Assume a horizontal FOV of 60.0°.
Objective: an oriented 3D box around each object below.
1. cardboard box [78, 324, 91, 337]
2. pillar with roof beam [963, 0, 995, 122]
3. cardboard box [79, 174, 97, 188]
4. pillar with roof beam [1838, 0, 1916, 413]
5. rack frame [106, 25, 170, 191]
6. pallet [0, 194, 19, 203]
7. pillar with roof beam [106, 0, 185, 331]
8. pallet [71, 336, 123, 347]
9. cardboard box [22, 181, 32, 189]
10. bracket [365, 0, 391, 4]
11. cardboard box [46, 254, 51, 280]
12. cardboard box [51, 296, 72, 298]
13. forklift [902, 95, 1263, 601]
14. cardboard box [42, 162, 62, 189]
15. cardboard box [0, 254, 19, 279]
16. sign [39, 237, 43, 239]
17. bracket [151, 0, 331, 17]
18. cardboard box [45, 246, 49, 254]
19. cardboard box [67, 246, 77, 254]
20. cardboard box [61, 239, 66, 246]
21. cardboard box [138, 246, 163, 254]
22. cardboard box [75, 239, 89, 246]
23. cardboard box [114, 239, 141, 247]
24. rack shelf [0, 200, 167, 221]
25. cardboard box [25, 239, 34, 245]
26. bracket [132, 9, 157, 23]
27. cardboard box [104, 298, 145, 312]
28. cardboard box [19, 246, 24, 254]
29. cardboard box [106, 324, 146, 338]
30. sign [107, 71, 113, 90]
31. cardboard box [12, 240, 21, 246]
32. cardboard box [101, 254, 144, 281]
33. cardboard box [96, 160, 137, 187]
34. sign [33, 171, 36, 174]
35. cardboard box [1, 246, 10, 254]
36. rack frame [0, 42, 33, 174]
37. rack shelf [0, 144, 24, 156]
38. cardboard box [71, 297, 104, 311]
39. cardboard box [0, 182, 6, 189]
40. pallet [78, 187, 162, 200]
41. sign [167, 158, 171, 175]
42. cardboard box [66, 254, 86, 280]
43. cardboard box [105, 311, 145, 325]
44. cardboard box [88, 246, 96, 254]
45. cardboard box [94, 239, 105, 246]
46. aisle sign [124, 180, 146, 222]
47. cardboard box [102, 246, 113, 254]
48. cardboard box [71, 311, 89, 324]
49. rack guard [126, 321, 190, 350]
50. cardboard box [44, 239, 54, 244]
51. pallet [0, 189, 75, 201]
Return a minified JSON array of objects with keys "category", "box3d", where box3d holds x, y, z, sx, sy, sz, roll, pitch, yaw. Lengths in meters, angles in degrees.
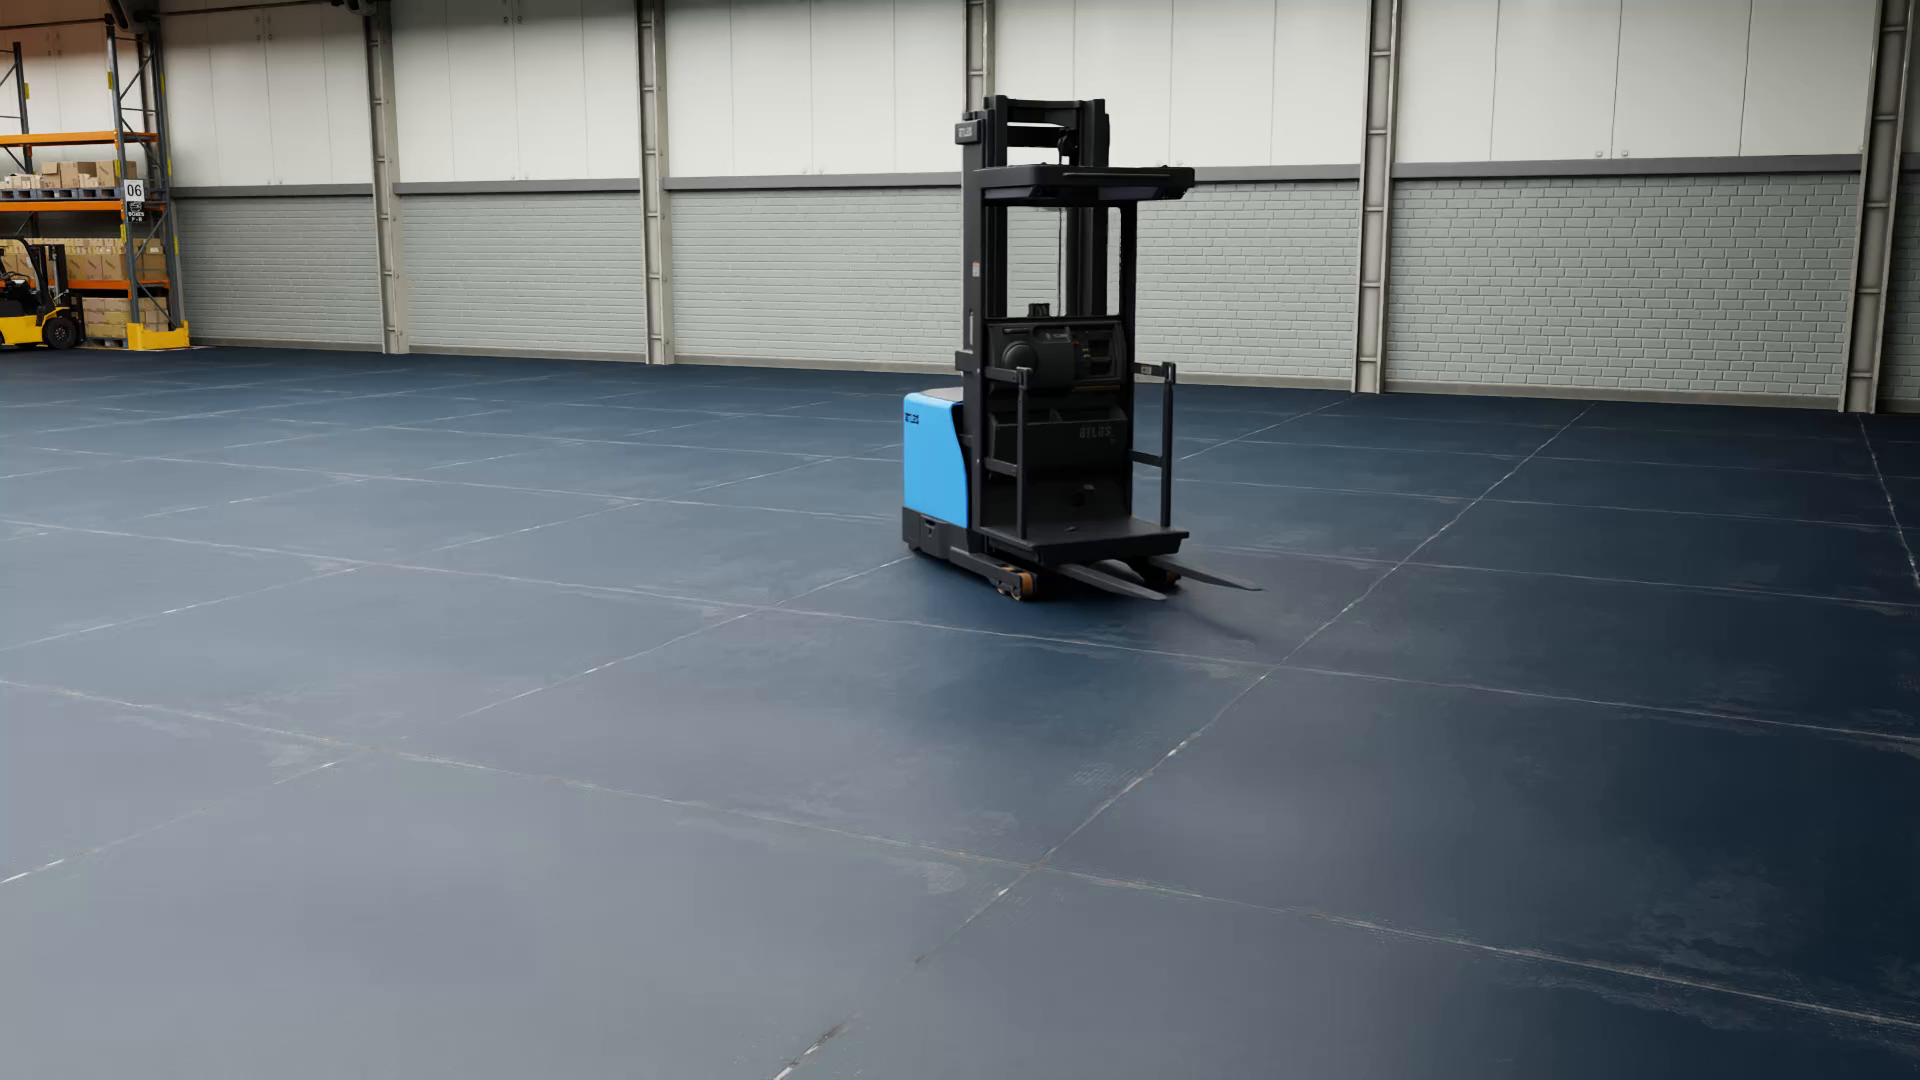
[{"category":"cardboard box","box3d":[-17.082,-4.147,32.765,0.500,0.250,0.500,5,11,26]},{"category":"pillar with roof beam","box3d":[-1.623,-6.270,21.109,0.400,9.000,9.100,5,11,26]},{"category":"cardboard box","box3d":[-16.739,-6.928,32.082,0.258,0.266,0.396,5,11,26]},{"category":"pillar with roof beam","box3d":[9.139,-5.325,15.884,0.400,9.000,9.100,5,11,26]},{"category":"rack frame","box3d":[-15.634,-8.178,31.646,0.127,3.000,1.000,5,11,26]},{"category":"pallet","box3d":[-20.018,-6.990,34.045,1.217,0.209,0.805,5,11,24]},{"category":"pillar with roof beam","box3d":[-17.765,-7.689,28.946,0.548,9.000,9.100,5,11,26]},{"category":"pallet","box3d":[-17.429,-4.003,33.257,1.213,0.211,1.003,5,11,26]},{"category":"cardboard box","box3d":[-18.264,-7.005,32.833,0.250,0.149,0.380,5,12,28]},{"category":"bracket","box3d":[-10.264,-9.585,29.318,0.430,0.232,0.235,5,11,26]},{"category":"cardboard box","box3d":[-18.010,-5.435,33.058,0.500,0.500,0.500,5,11,25]},{"category":"cardboard box","box3d":[-18.021,-4.719,33.115,0.500,0.250,0.500,5,12,28]},{"category":"forklift","box3d":[0.695,-1.176,10.000,1.130,2.935,3.031,-5,11,-25]},{"category":"cardboard box","box3d":[-17.521,-7.153,32.658,0.637,0.503,0.797,5,12,28]},{"category":"cardboard box","box3d":[-18.939,-5.513,33.490,0.500,0.500,0.500,5,11,24]},{"category":"sign","box3d":[-18.977,-6.094,34.329,0.005,0.325,0.100,5,11,26]},{"category":"bracket","box3d":[-13.319,-9.854,30.801,4.783,0.066,0.076,5,11,26]},{"category":"cardboard box","box3d":[-17.917,-5.737,32.902,0.250,0.149,0.380,5,11,24]},{"category":"cardboard box","box3d":[-17.230,-5.674,32.555,0.250,0.149,0.380,5,11,26]},{"category":"cardboard box","box3d":[-17.427,-5.855,32.720,0.250,0.149,0.380,5,11,27]},{"category":"cardboard box","box3d":[-15.824,-5.662,32.491,0.250,0.149,0.380,5,11,24]},{"category":"cardboard box","box3d":[-17.003,-5.800,32.417,0.250,0.149,0.380,5,12,27]},{"category":"cardboard box","box3d":[-16.049,-5.735,32.057,0.250,0.149,0.380,5,11,26]},{"category":"rack shelf","box3d":[-17.428,-6.505,32.848,4.000,0.370,1.077,5,11,26]},{"category":"cardboard box","box3d":[-18.374,-5.921,33.088,0.250,0.149,0.380,5,12,27]},{"category":"bracket","box3d":[-15.645,-10.058,31.930,0.430,0.232,0.235,5,11,26]},{"category":"cardboard box","box3d":[-16.185,-4.558,32.224,0.500,0.250,0.500,5,12,28]},{"category":"cardboard box","box3d":[-18.573,-5.806,33.284,0.250,0.149,0.380,5,11,26]},{"category":"cardboard box","box3d":[-16.195,-4.066,32.314,0.500,0.250,0.500,5,11,26]},{"category":"sign","box3d":[-15.887,-8.591,31.083,0.005,0.325,0.100,5,11,26]},{"category":"cardboard box","box3d":[-18.784,-5.980,33.410,0.250,0.149,0.380,5,11,27]},{"category":"cardboard box","box3d":[-16.192,-5.272,32.154,0.500,0.500,0.500,5,11,25]},{"category":"cardboard box","box3d":[-16.139,-7.003,31.836,0.500,0.500,0.500,5,12,28]},{"category":"sign","box3d":[-18.977,-7.399,34.092,0.005,0.325,0.100,5,11,26]},{"category":"cardboard box","box3d":[-19.052,-5.842,33.485,0.250,0.149,0.380,5,11,25]},{"category":"rack frame","box3d":[-19.221,-8.493,33.388,0.127,3.000,1.000,5,11,26]},{"category":"rack shelf","box3d":[-21.015,-8.100,34.358,4.000,0.370,1.077,5,11,26]},{"category":"cardboard box","box3d":[-17.103,-4.635,32.652,0.500,0.250,0.500,5,11,27]},{"category":"cardboard box","box3d":[-18.953,-7.065,33.168,0.250,0.149,0.380,5,12,27]},{"category":"pallet","box3d":[-16.257,-6.718,32.252,1.213,0.211,1.003,5,11,26]},{"category":"sign","box3d":[-15.383,-7.259,32.316,0.005,0.325,0.100,5,11,26]},{"category":"cardboard box","box3d":[-17.113,-5.354,32.611,0.500,0.500,0.500,5,11,25]},{"category":"cardboard box","box3d":[-16.209,-4.314,32.280,0.500,0.250,0.500,5,11,25]},{"category":"cardboard box","box3d":[-16.734,-5.643,32.388,0.250,0.149,0.380,5,11,25]},{"category":"cardboard box","box3d":[-16.530,-5.766,32.227,0.250,0.149,0.380,5,12,27]},{"category":"aisle sign","box3d":[-15.705,-6.453,31.661,0.004,0.787,0.394,5,11,26]},{"category":"cardboard box","box3d":[-16.312,-5.592,32.103,0.250,0.149,0.380,5,12,27]},{"category":"cardboard box","box3d":[-17.126,-4.392,32.714,0.500,0.250,0.500,5,11,25]},{"category":"rack guard","box3d":[-15.613,-3.994,32.393,0.348,0.500,1.175,5,11,26]},{"category":"cardboard box","box3d":[-17.877,-5.894,32.938,0.250,0.149,0.380,5,11,26]},{"category":"pallet","box3d":[-18.445,-6.910,33.314,1.213,0.211,1.003,5,11,26]}]
